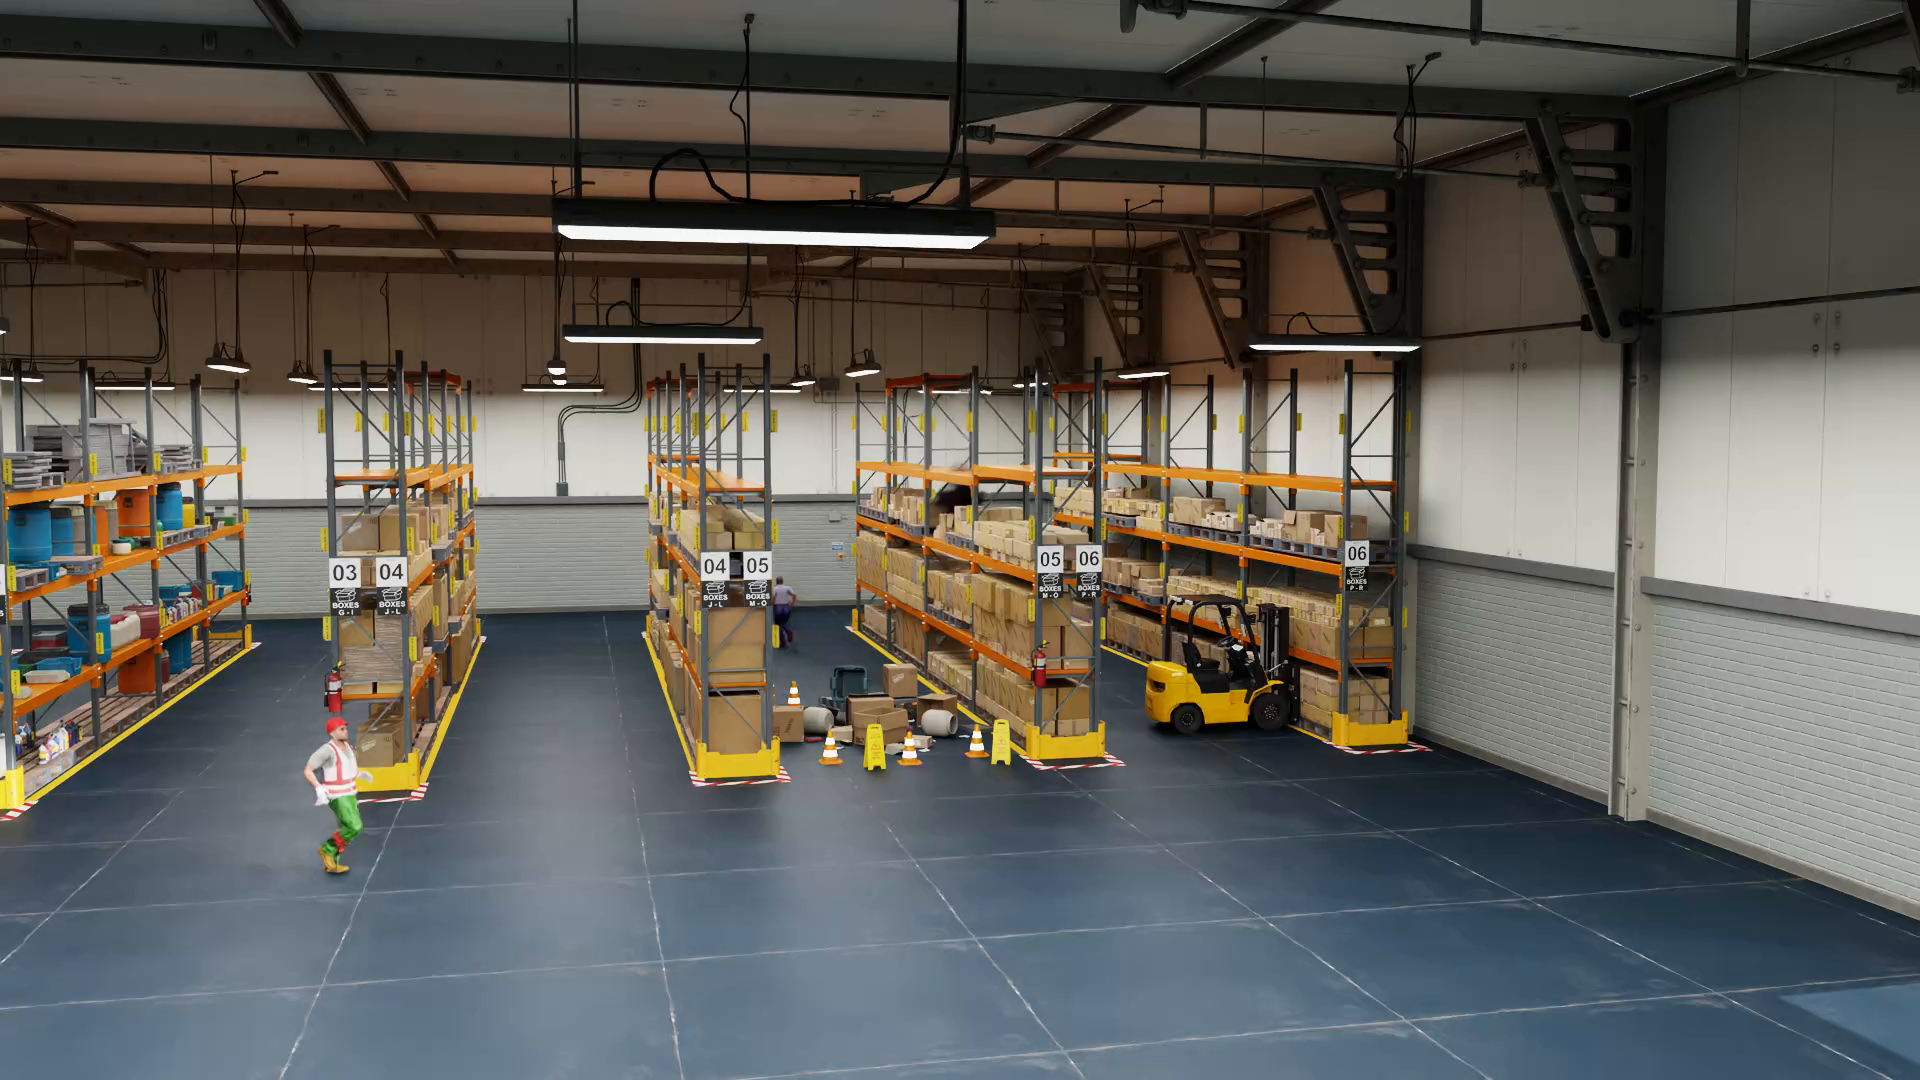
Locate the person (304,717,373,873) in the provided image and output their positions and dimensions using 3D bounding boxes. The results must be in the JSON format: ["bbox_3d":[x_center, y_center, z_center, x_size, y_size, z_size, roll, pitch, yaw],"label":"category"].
[{"bbox_3d":[-6.827,2.834,18.449,0.603,1.739,0.664,1,4,12],"label":"person"}]

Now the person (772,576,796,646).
[{"bbox_3d":[-4.026,1.606,37.474,0.618,1.607,0.537,-2,5,-32],"label":"person"}]
